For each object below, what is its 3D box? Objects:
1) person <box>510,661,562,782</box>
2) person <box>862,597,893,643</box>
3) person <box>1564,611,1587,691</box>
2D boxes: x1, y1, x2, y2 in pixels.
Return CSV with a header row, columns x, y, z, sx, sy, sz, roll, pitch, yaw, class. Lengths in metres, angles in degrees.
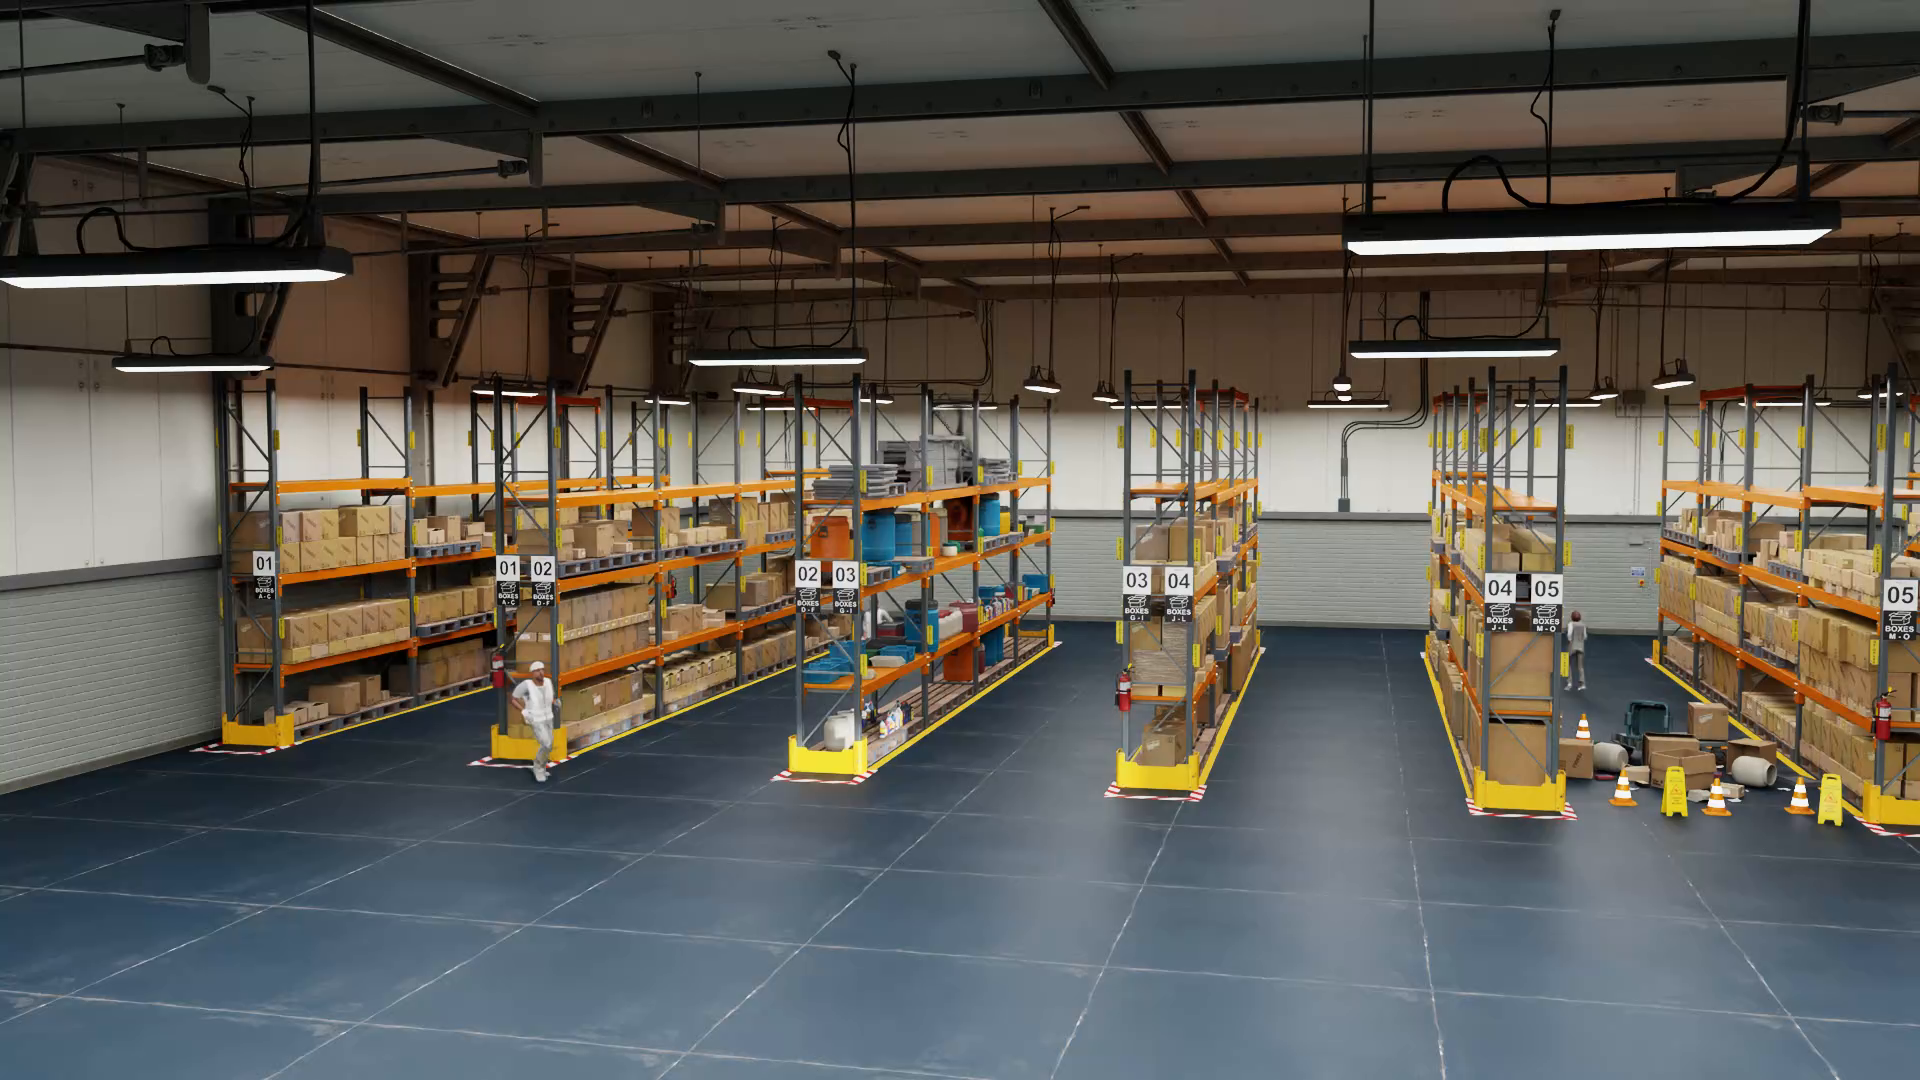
x,y,z,sx,sy,sz,roll,pitch,yaw,class
-6.159,2.676,24.405,0.643,1.799,0.665,2,4,33,person
-1.749,2.031,34.766,0.674,1.736,0.653,1,4,19,person
12.227,2.224,33.031,0.480,1.632,0.762,0,3,1,person
